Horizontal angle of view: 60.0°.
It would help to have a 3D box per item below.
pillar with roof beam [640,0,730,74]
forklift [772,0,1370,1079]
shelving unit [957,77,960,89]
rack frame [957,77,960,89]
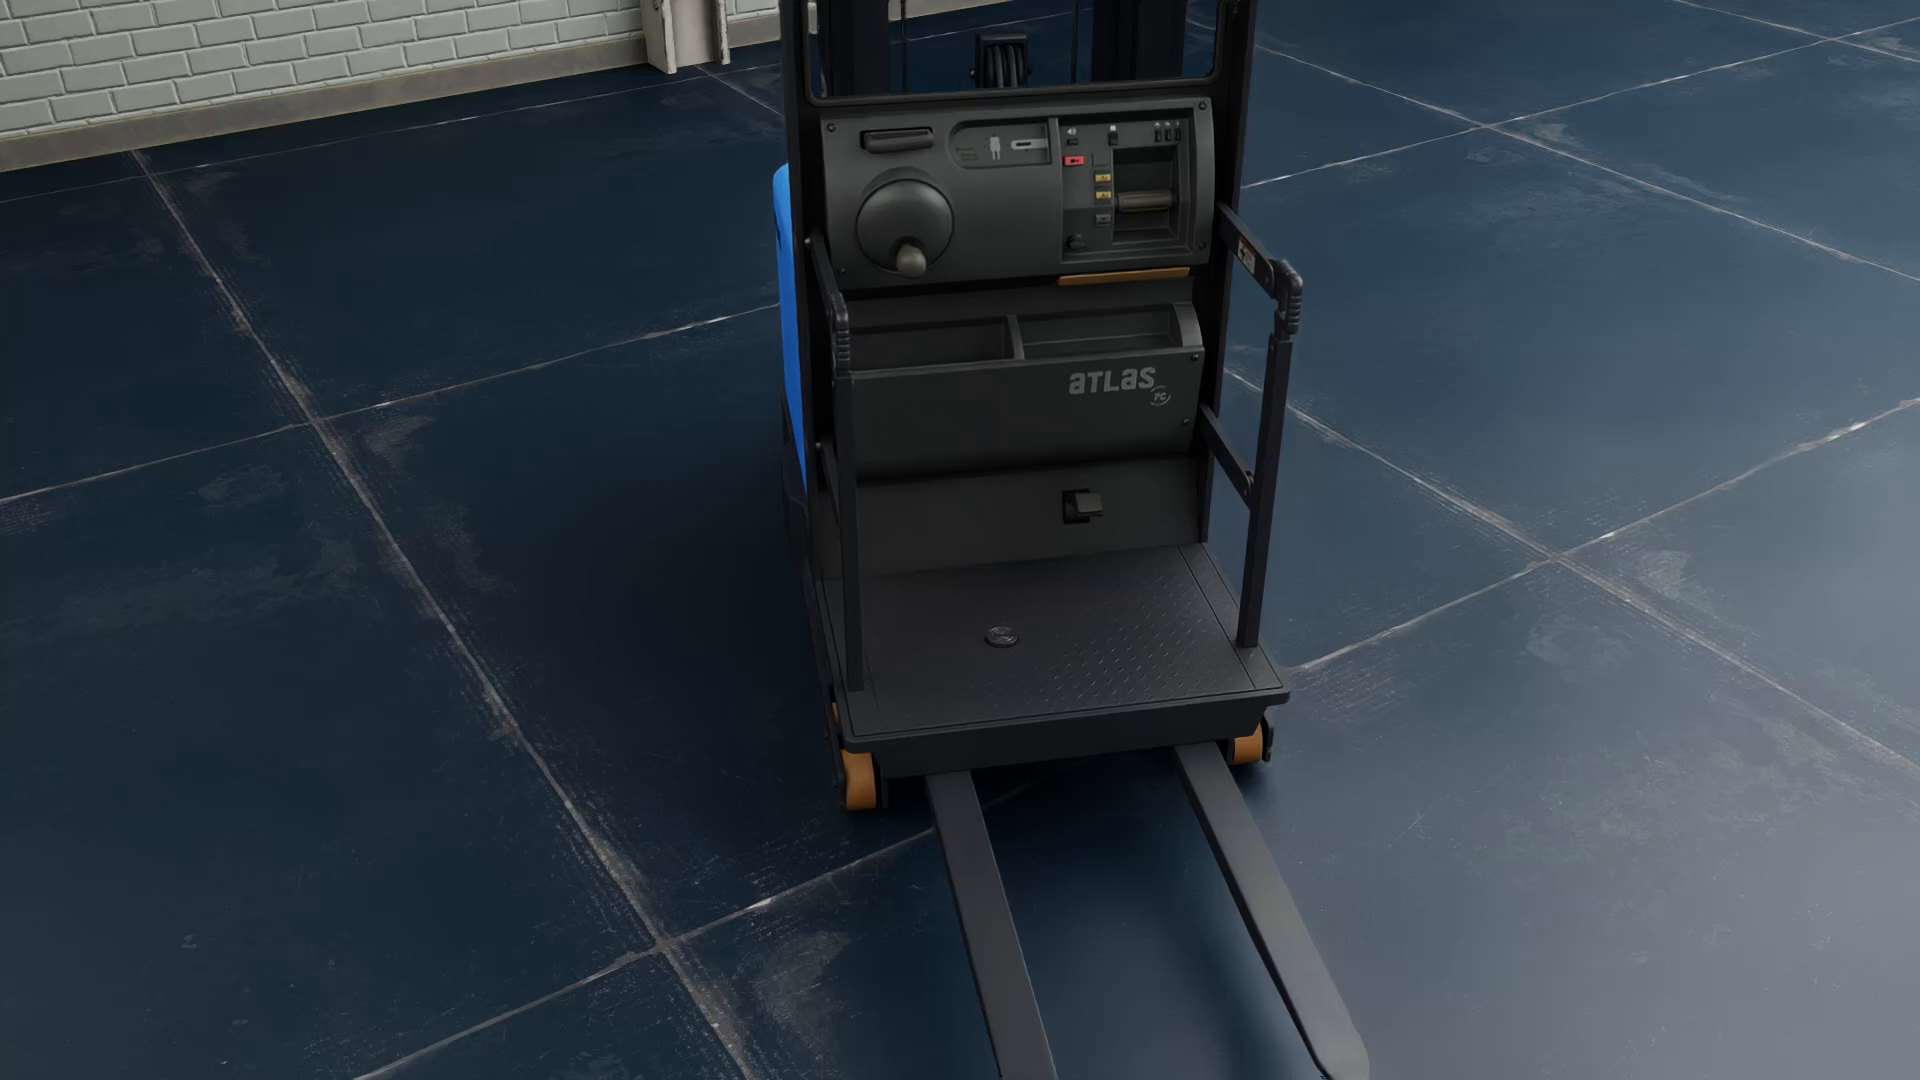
[{"bbox_3d":[0.756,-4.649,4.186,0.400,9.000,9.100,-19,37,-27],"label":"pillar with roof beam"},{"bbox_3d":[0.184,-0.771,3.725,1.130,2.935,3.031,-6,33,-9],"label":"forklift"},{"bbox_3d":[-0.071,-0.914,5.574,0.189,1.200,0.258,-6,33,-10],"label":"shelving unit"},{"bbox_3d":[0.019,-0.924,5.590,0.006,1.200,0.240,-6,33,-10],"label":"rack frame"}]
